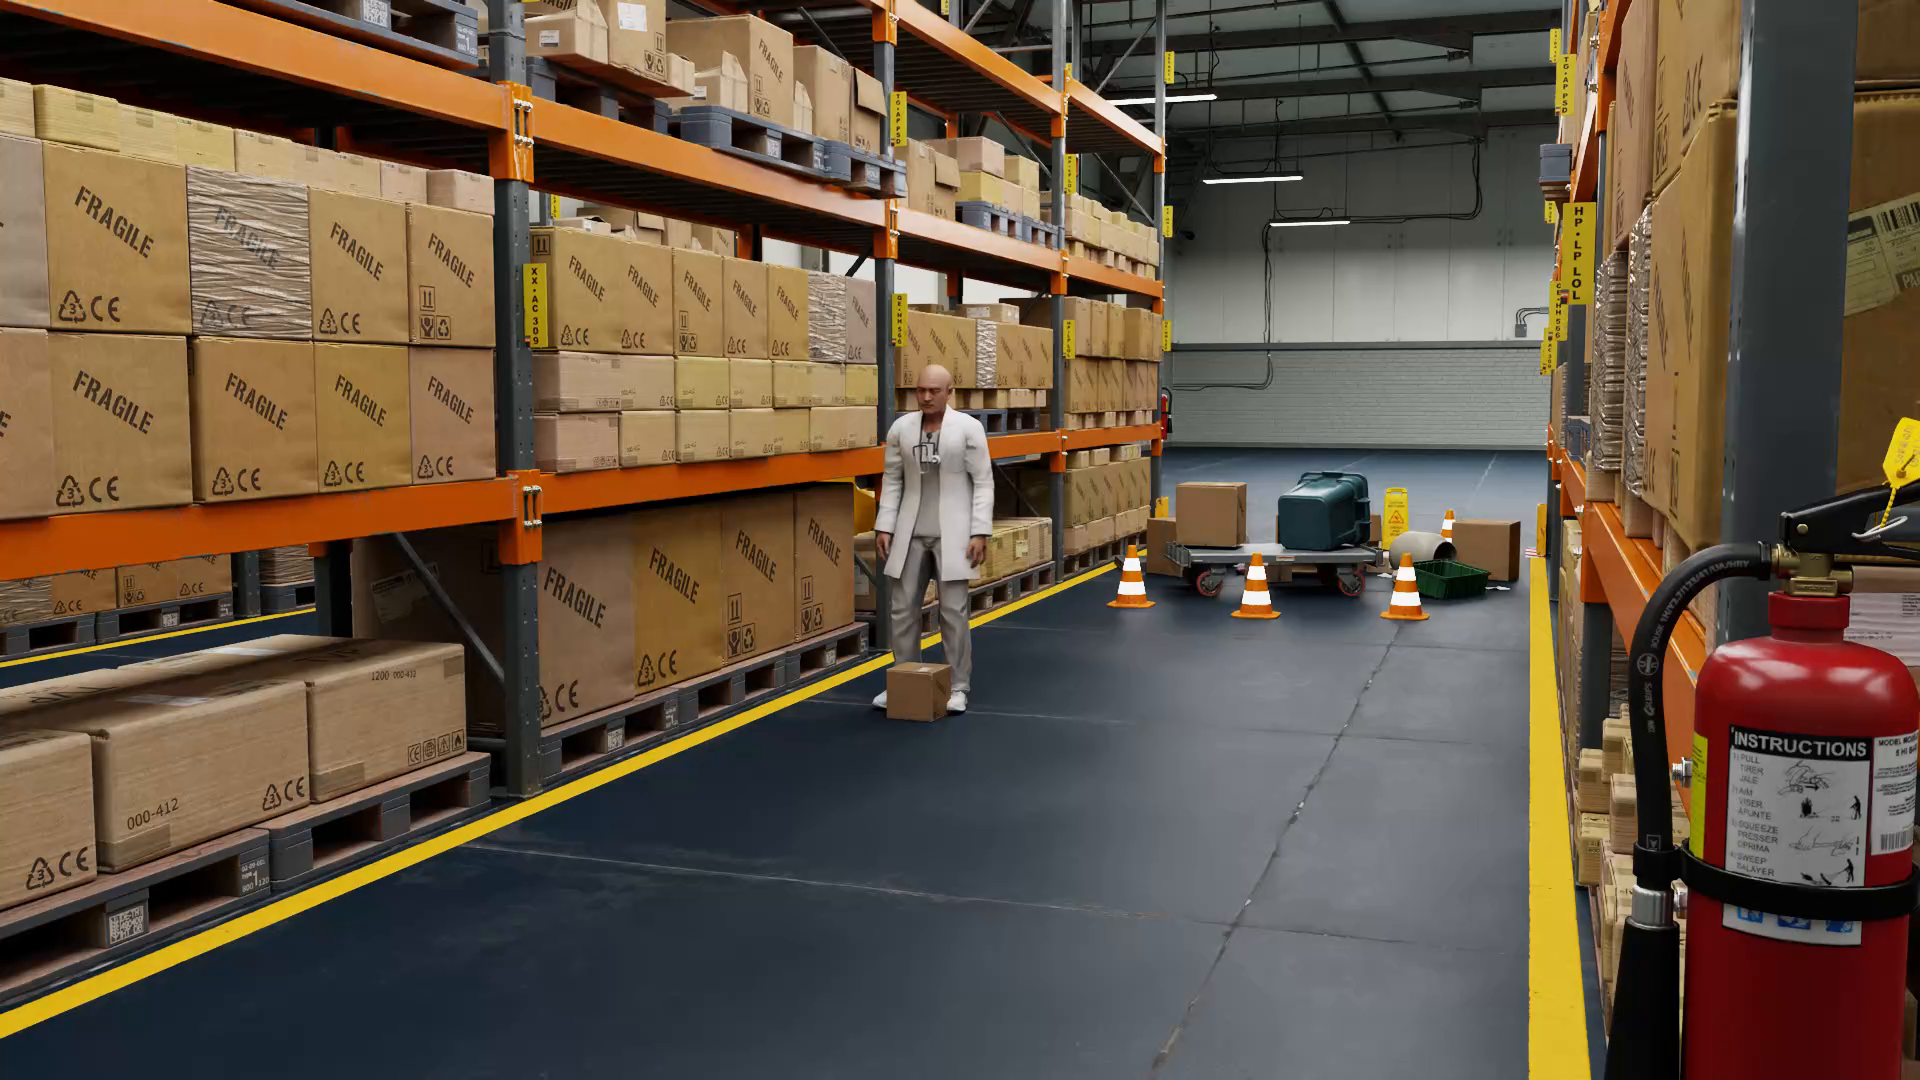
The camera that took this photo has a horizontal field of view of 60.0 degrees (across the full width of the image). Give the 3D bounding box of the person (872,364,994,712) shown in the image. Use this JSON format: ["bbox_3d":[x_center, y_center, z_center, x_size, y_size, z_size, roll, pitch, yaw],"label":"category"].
[{"bbox_3d":[-0.137,-0.014,8.583,0.645,1.774,0.425,2,5,19],"label":"person"}]
